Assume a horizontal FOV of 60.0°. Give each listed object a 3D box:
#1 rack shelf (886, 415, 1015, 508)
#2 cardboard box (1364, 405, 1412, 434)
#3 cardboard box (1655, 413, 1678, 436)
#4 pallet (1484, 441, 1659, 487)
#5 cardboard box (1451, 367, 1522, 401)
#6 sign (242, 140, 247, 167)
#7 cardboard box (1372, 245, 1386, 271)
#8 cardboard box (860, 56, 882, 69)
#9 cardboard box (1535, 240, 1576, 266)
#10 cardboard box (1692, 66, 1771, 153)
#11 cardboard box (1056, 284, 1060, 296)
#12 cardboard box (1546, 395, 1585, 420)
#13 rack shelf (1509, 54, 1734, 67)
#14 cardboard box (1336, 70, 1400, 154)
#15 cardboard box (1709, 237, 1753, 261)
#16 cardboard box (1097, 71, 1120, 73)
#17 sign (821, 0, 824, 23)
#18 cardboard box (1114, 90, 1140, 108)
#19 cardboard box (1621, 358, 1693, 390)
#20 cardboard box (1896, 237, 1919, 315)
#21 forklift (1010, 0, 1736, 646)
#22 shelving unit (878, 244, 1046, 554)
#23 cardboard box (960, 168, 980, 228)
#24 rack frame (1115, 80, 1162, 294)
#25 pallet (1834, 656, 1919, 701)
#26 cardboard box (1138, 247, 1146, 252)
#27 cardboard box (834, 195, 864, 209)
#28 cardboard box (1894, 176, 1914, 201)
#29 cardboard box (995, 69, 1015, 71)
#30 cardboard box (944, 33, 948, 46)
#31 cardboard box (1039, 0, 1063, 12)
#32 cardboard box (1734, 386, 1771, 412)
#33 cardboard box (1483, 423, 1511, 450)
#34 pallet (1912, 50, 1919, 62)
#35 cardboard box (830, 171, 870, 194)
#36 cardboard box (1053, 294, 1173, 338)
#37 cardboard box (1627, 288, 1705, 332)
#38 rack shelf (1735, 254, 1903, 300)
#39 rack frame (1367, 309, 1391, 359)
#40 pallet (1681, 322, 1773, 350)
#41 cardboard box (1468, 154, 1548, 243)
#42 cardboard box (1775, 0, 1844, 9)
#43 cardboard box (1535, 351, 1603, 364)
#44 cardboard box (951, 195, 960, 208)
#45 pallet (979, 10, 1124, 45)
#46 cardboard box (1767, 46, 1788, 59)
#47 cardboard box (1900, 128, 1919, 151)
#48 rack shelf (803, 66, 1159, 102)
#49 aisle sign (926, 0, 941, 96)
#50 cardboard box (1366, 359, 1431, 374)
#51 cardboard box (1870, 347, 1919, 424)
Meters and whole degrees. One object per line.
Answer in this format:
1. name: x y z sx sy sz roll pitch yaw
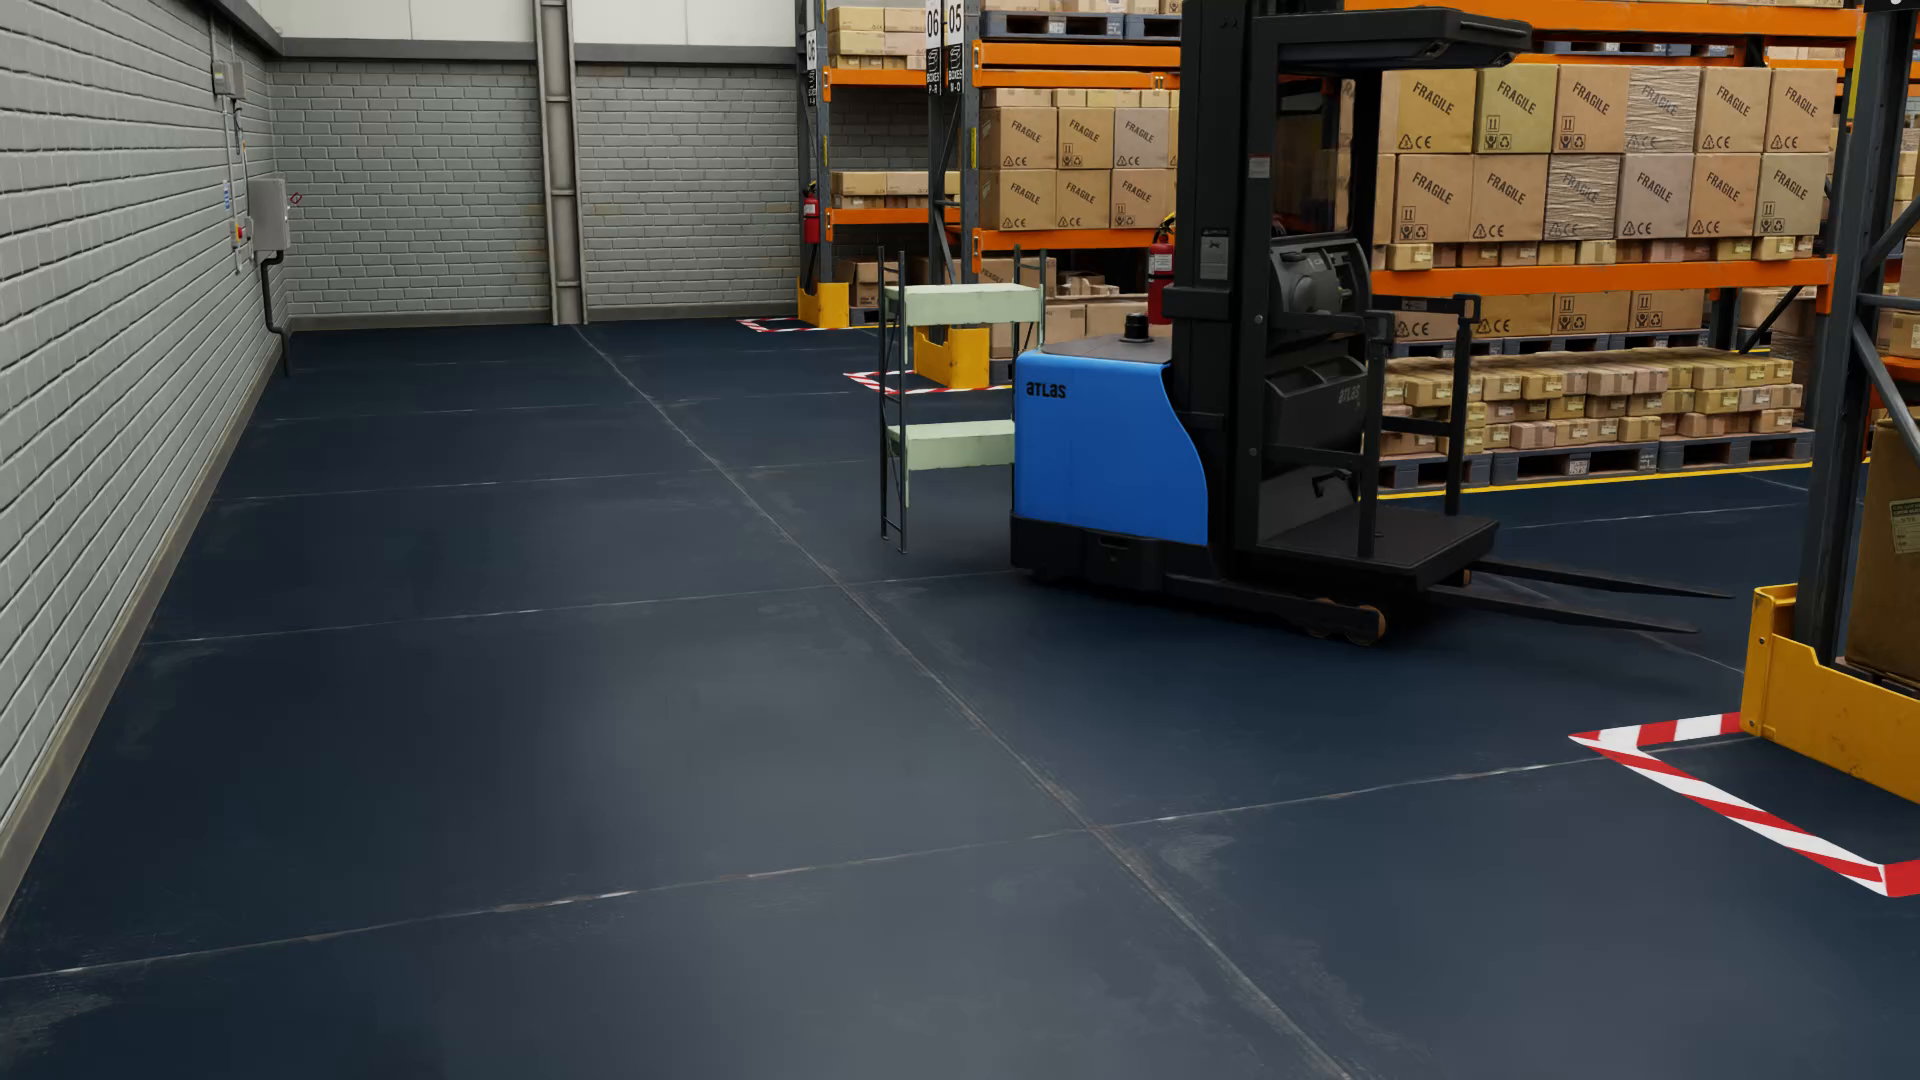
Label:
1. rack shelf: 0.006 -0.413 8.547 0.720 0.370 0.431 -4 14 -18
2. cardboard box: 2.469 -0.737 9.871 0.250 0.149 0.380 -5 14 -18
3. cardboard box: 4.350 -0.767 10.637 0.250 0.149 0.380 -5 14 -19
4. pallet: 3.621 -0.575 10.606 1.213 0.211 1.003 -4 14 -18
5. cardboard box: 3.195 -0.948 10.114 0.250 0.149 0.380 -4 14 -16
6. sign: -6.109 -3.288 14.198 0.001 0.242 0.339 -4 14 -18
7. cardboard box: 2.253 -1.643 9.610 0.250 0.149 0.380 -4 14 -16
8. cardboard box: -1.032 -5.286 18.446 0.250 0.149 0.380 -4 14 -17
9. cardboard box: 3.487 -1.741 10.024 0.250 0.149 0.380 -4 14 -16
10. cardboard box: 4.557 -2.627 10.184 0.500 0.500 0.500 -5 14 -20
11. cardboard box: 1.030 -3.035 20.174 0.250 0.149 0.380 -5 14 -19
12. cardboard box: 3.675 -0.857 10.375 0.250 0.149 0.380 -4 14 -15
13. rack shelf: 5.625 -4.415 15.796 4.000 0.370 1.077 -4 14 -18
14. cardboard box: 2.123 -2.440 9.398 0.500 0.500 0.500 -5 14 -18
15. cardboard box: 4.726 -1.836 10.423 0.250 0.149 0.380 -4 14 -16
16. cardboard box: 1.663 -5.475 19.240 0.250 0.149 0.380 -4 14 -18
17. sign: -1.475 -5.717 17.825 0.005 0.325 0.100 -4 14 -18
18. cardboard box: 1.348 -3.763 14.201 0.250 0.149 0.380 -4 14 -18
19. cardboard box: 4.416 -1.054 10.560 0.250 0.149 0.380 -4 14 -16
20. cardboard box: 3.474 -0.855 5.438 0.500 0.250 0.500 -5 14 -19
21. forklift: 1.729 -1.131 7.066 3.031 2.935 1.130 10 16 35
22. shelving unit: 0.006 -0.730 8.471 0.755 1.500 0.431 -4 14 -18
23. cardboard box: 0.311 -3.006 14.580 0.500 0.500 0.500 -4 14 -18
24. rack frame: 2.143 -4.247 20.015 0.127 3.000 1.000 -4 14 -18
25. pallet: 3.832 0.591 5.703 1.213 0.211 1.003 -4 14 -18
26. cardboard box: 2.400 -3.641 20.560 0.250 0.149 0.380 -5 14 -20
27. cardboard box: -1.249 -3.793 18.652 0.250 0.149 0.380 -5 14 -18
28. cardboard box: 5.924 -2.235 10.550 0.250 0.149 0.380 -4 14 -17
29. cardboard box: 0.447 -5.372 18.808 0.250 0.149 0.380 -4 14 -17
30. cardboard box: -0.176 -5.532 18.619 0.500 0.250 0.500 -5 14 -20
31. cardboard box: 0.708 -4.555 14.246 0.250 0.149 0.380 -6 14 -22
32. cardboard box: 4.954 -0.927 10.667 0.250 0.149 0.380 -5 14 -21
33. cardboard box: 3.155 -0.663 10.199 0.250 0.149 0.380 -4 14 -18
34. pallet: 9.711 -5.017 17.178 1.003 0.211 1.213 -4 14 -18
35. cardboard box: -1.297 -4.116 19.144 0.500 0.250 0.500 -4 14 -16
36. cardboard box: 1.397 -1.961 15.035 0.875 0.438 0.875 -4 14 -17
37. cardboard box: 6.840 -2.592 16.740 0.875 0.875 0.875 -5 14 -19
38. rack shelf: 7.300 -1.878 11.610 4.000 0.370 1.077 -4 14 -18
39. rack frame: 3.730 -3.158 15.439 0.127 3.000 1.000 -4 14 -18
40. pallet: 8.262 -2.154 17.244 1.213 0.211 1.003 -4 14 -18
41. cardboard box: 3.094 -2.029 9.834 0.500 0.500 0.500 -4 14 -17
42. cardboard box: 5.025 -3.371 10.175 0.500 0.250 0.500 -4 14 -17
43. cardboard box: 4.000 -1.145 10.943 0.250 0.149 0.380 -4 14 -17
44. cardboard box: -0.012 -3.878 19.006 0.250 0.149 0.380 -5 14 -20
45. pallet: 0.638 -4.336 14.101 1.213 0.211 1.003 -4 14 -18
46. cardboard box: 7.873 -4.777 16.303 0.250 0.149 0.380 -4 14 -18
47. cardboard box: 9.490 -3.950 16.999 0.500 0.500 0.500 -5 14 -20
48. rack shelf: 0.247 -5.209 19.130 4.000 0.370 1.077 -4 14 -18
49. aisle sign: -0.229 -4.191 14.161 0.004 0.787 0.394 -4 14 -18
50. cardboard box: 2.761 -1.045 10.520 0.250 0.149 0.380 -5 14 -20
51. cardboard box: 6.189 -1.065 11.132 0.500 0.500 0.500 -4 14 -16
